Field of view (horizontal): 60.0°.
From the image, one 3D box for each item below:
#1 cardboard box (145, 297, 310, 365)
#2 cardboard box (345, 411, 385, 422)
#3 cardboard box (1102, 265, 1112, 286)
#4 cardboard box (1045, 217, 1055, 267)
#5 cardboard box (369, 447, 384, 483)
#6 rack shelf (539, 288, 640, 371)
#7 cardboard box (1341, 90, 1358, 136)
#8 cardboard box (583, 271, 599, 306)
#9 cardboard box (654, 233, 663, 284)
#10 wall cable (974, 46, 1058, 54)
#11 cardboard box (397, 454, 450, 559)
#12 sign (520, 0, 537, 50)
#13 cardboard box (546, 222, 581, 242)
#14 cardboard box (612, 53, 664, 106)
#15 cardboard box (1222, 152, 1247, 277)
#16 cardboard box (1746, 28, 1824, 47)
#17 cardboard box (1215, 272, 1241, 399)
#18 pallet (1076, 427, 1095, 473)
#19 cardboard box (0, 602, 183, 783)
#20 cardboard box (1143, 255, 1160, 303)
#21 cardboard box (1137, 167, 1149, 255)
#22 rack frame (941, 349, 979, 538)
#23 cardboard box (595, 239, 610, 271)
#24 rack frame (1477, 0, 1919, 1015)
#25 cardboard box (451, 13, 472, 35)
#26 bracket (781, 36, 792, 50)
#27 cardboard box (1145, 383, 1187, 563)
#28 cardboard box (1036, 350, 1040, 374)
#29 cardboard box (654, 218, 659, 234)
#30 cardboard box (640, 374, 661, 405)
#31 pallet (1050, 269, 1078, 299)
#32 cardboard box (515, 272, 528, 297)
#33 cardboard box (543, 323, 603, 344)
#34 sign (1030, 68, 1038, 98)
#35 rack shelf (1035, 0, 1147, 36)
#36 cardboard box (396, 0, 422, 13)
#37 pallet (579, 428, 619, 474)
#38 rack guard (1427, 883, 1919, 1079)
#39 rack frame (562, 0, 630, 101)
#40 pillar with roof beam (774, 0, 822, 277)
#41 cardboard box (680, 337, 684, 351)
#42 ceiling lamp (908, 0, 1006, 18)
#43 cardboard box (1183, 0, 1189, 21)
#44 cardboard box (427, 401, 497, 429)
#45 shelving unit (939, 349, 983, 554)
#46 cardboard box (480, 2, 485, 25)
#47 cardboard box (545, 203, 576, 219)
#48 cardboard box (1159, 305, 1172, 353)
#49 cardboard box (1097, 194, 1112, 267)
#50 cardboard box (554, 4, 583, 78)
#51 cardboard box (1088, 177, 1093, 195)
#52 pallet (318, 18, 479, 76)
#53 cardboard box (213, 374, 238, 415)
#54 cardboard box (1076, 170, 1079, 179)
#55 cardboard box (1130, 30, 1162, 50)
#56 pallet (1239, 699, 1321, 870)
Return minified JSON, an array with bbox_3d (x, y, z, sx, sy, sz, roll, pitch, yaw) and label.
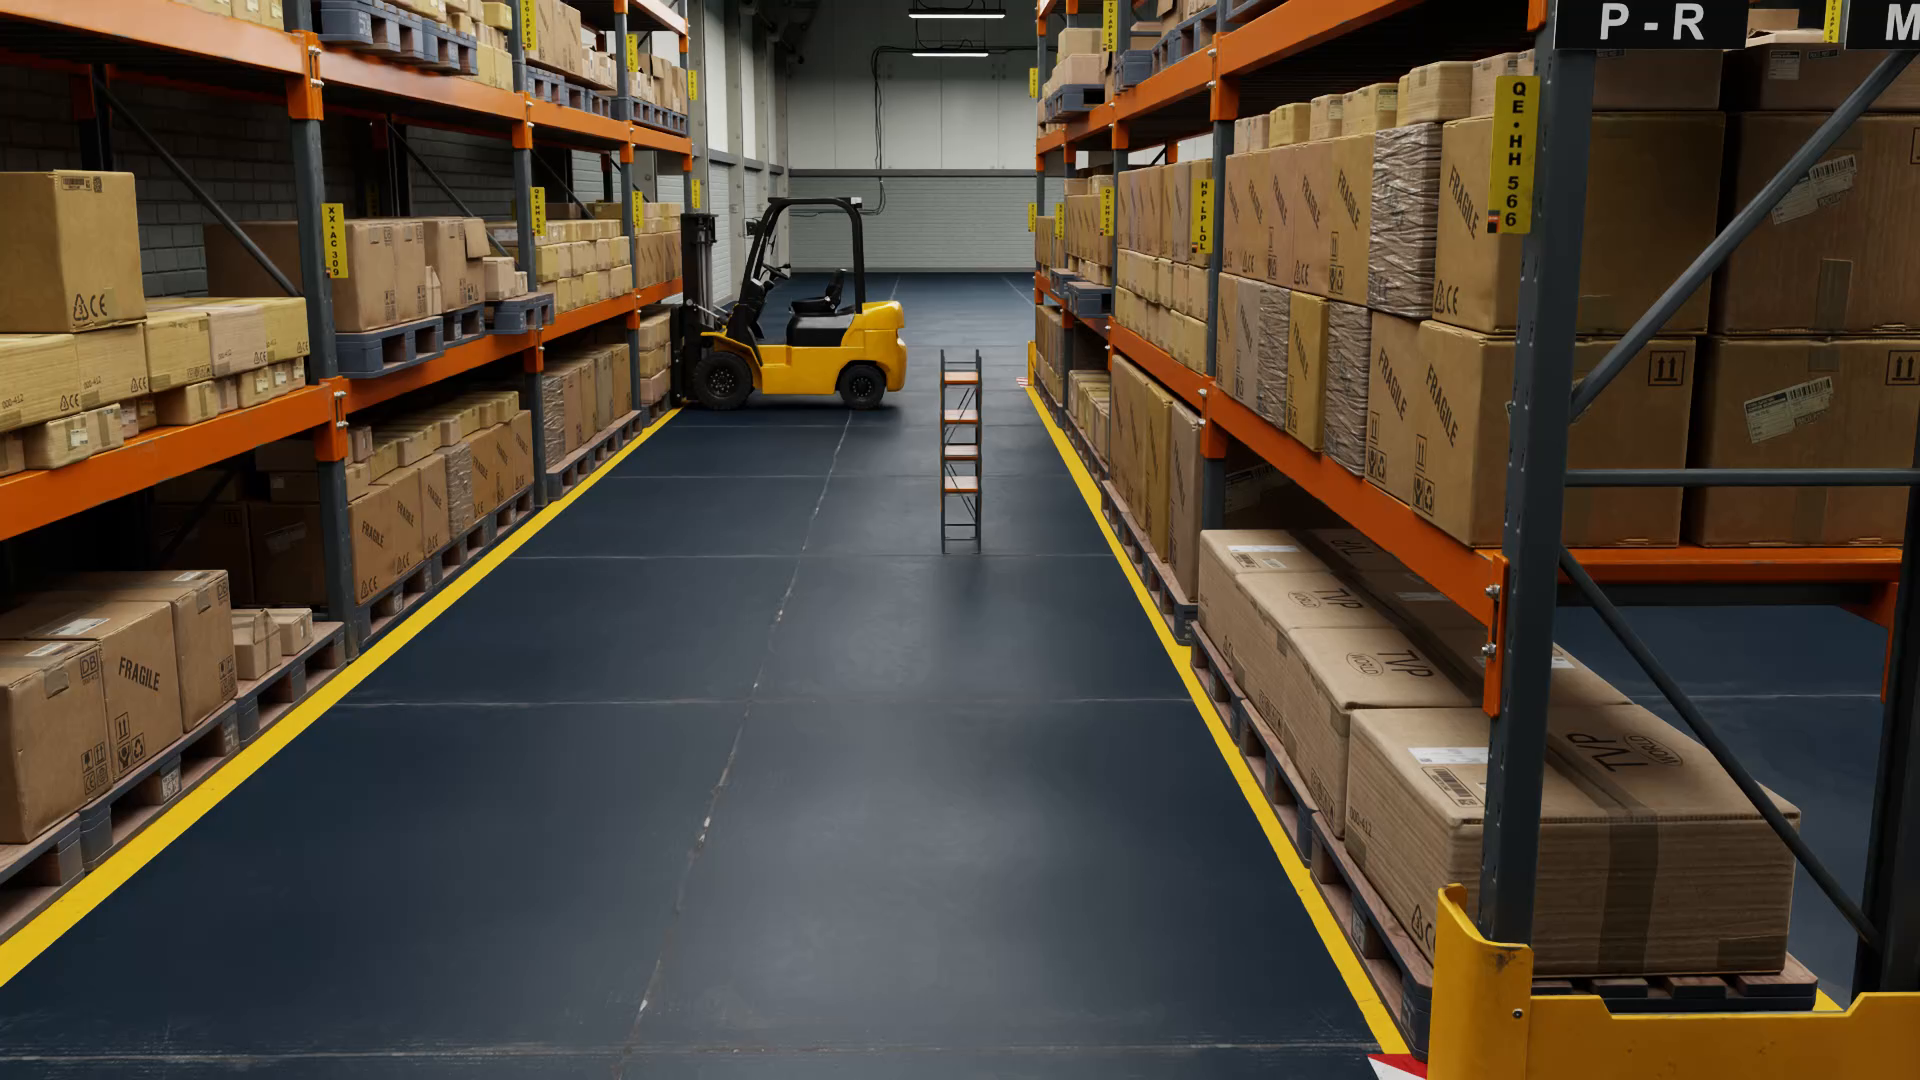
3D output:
[{"bbox_3d":[-3.074,-0.876,6.960,0.500,0.250,0.500,0,11,0],"label":"cardboard box"},{"bbox_3d":[-3.682,-0.684,9.987,0.380,0.149,0.250,0,11,-2],"label":"cardboard box"},{"bbox_3d":[1.231,-1.920,12.053,0.380,0.149,0.250,0,11,0],"label":"cardboard box"},{"bbox_3d":[1.163,-3.104,17.316,0.500,0.500,0.500,0,11,-2],"label":"cardboard box"},{"bbox_3d":[-3.170,-0.380,8.489,0.380,0.149,0.250,-1,11,-4],"label":"cardboard box"},{"bbox_3d":[-3.453,-1.744,13.419,1.077,0.370,4.000,0,11,-1],"label":"rack shelf"},{"bbox_3d":[1.441,-1.363,5.334,0.380,0.149,0.250,0,11,1],"label":"cardboard box"},{"bbox_3d":[-3.208,-2.020,13.348,0.500,0.250,0.500,0,11,1],"label":"cardboard box"},{"bbox_3d":[-3.281,-2.836,16.743,0.500,0.500,0.500,0,11,-2],"label":"cardboard box"},{"bbox_3d":[1.977,-15.848,49.709,3.097,2.526,0.112,0,11,-1],"label":"wall cable"},{"bbox_3d":[-3.141,-0.186,9.164,0.500,0.500,0.500,-1,11,-3],"label":"cardboard box"},{"bbox_3d":[-2.869,-3.424,11.047,0.100,0.325,0.005,0,11,-1],"label":"sign"},{"bbox_3d":[-3.161,-2.387,12.896,0.380,0.149,0.250,0,11,0],"label":"cardboard box"},{"bbox_3d":[-3.429,-4.657,16.858,0.797,0.503,0.637,0,11,1],"label":"cardboard box"},{"bbox_3d":[1.402,-1.368,6.992,0.500,0.500,0.500,0,11,-1],"label":"cardboard box"},{"bbox_3d":[6.176,-3.648,12.368,0.500,0.311,0.500,0,11,-1],"label":"cardboard box"},{"bbox_3d":[1.382,-0.879,7.098,0.500,0.500,0.500,0,11,1],"label":"cardboard box"},{"bbox_3d":[1.514,-0.750,13.727,1.003,0.211,1.213,0,11,-1],"label":"pallet"},{"bbox_3d":[-3.054,0.513,5.715,0.500,0.500,0.500,0,11,0],"label":"cardboard box"},{"bbox_3d":[1.320,-1.487,9.463,0.500,0.250,0.500,0,11,0],"label":"cardboard box"},{"bbox_3d":[1.332,-1.958,9.901,0.500,0.500,0.500,0,11,0],"label":"cardboard box"},{"bbox_3d":[-0.002,-0.604,10.517,0.240,1.200,0.015,0,11,-1],"label":"rack frame"},{"bbox_3d":[-3.206,-2.365,13.791,0.500,0.250,0.500,0,11,0],"label":"cardboard box"},{"bbox_3d":[1.713,-0.130,3.653,0.949,2.616,0.053,0,11,-1],"label":"rack frame"},{"bbox_3d":[-3.149,-3.068,9.967,0.380,0.149,0.250,0,11,-1],"label":"cardboard box"},{"bbox_3d":[-4.667,-13.221,44.042,0.076,0.066,4.783,0,11,-1],"label":"bracket"},{"bbox_3d":[1.515,-0.392,9.233,0.875,0.875,0.875,0,11,0],"label":"cardboard box"},{"bbox_3d":[1.126,-2.007,18.766,0.500,0.250,0.500,0,11,-2],"label":"cardboard box"},{"bbox_3d":[-3.213,-3.130,16.559,0.380,0.149,0.250,0,11,-2],"label":"cardboard box"},{"bbox_3d":[-3.173,-1.450,16.019,0.500,0.250,0.500,0,11,-1],"label":"cardboard box"},{"bbox_3d":[1.339,-2.268,14.678,1.003,0.211,1.213,0,11,-1],"label":"pallet"},{"bbox_3d":[-3.014,-1.652,10.735,0.380,0.149,0.250,0,11,0],"label":"cardboard box"},{"bbox_3d":[-3.698,-1.939,15.917,0.500,0.250,0.500,0,11,0],"label":"cardboard box"},{"bbox_3d":[0.843,-5.206,18.934,0.100,0.325,0.005,0,11,-1],"label":"sign"},{"bbox_3d":[1.427,-5.498,16.846,1.077,0.370,4.000,0,11,-1],"label":"rack shelf"},{"bbox_3d":[-2.961,-2.769,8.445,0.380,0.149,0.250,0,11,-2],"label":"cardboard box"},{"bbox_3d":[-3.412,-0.738,13.665,1.003,0.211,1.213,0,11,-1],"label":"pallet"},{"bbox_3d":[1.717,1.100,3.878,1.175,0.500,0.348,0,11,-1],"label":"rack guard"},{"bbox_3d":[-3.494,-5.434,14.711,1.000,3.000,0.127,0,11,-1],"label":"rack frame"},{"bbox_3d":[-0.779,-12.068,47.411,9.100,9.000,0.548,0,11,-1],"label":"pillar with roof beam"},{"bbox_3d":[-3.223,-2.094,17.941,0.500,0.250,0.500,0,11,-2],"label":"cardboard box"},{"bbox_3d":[-0.067,-12.352,34.128,2.000,3.185,0.800,0,11,-1],"label":"ceiling lamp"},{"bbox_3d":[1.762,-3.249,10.176,0.700,0.500,0.500,-1,11,-4],"label":"cardboard box"},{"bbox_3d":[-3.150,-0.794,10.525,0.380,0.149,0.250,-1,11,-3],"label":"cardboard box"},{"bbox_3d":[0.003,-0.555,10.278,0.258,1.200,0.503,0,11,-1],"label":"shelving unit"},{"bbox_3d":[-3.209,-3.317,10.444,0.380,0.149,0.250,-1,11,-3],"label":"cardboard box"},{"bbox_3d":[-3.803,-3.069,15.510,0.380,0.149,0.250,0,11,-1],"label":"cardboard box"},{"bbox_3d":[1.372,-1.141,9.016,0.500,0.250,0.500,-1,11,-3],"label":"cardboard box"},{"bbox_3d":[1.264,-2.210,11.850,0.500,0.500,0.500,-1,11,-3],"label":"cardboard box"},{"bbox_3d":[-3.204,-3.820,12.740,0.500,0.500,0.500,0,11,0],"label":"cardboard box"},{"bbox_3d":[1.250,-2.923,13.735,0.380,0.149,0.250,0,11,2],"label":"cardboard box"},{"bbox_3d":[-3.297,-2.618,8.845,1.213,0.211,1.003,0,11,-1],"label":"pallet"},{"bbox_3d":[-3.035,-0.563,6.420,0.380,0.149,0.250,0,11,0],"label":"cardboard box"},{"bbox_3d":[1.618,-3.794,18.199,0.700,0.500,0.500,0,11,-1],"label":"cardboard box"},{"bbox_3d":[1.542,-3.427,12.113,0.700,0.500,0.500,0,11,-1],"label":"cardboard box"},{"bbox_3d":[1.599,0.837,5.905,1.003,0.211,1.213,0,11,-1],"label":"pallet"}]
